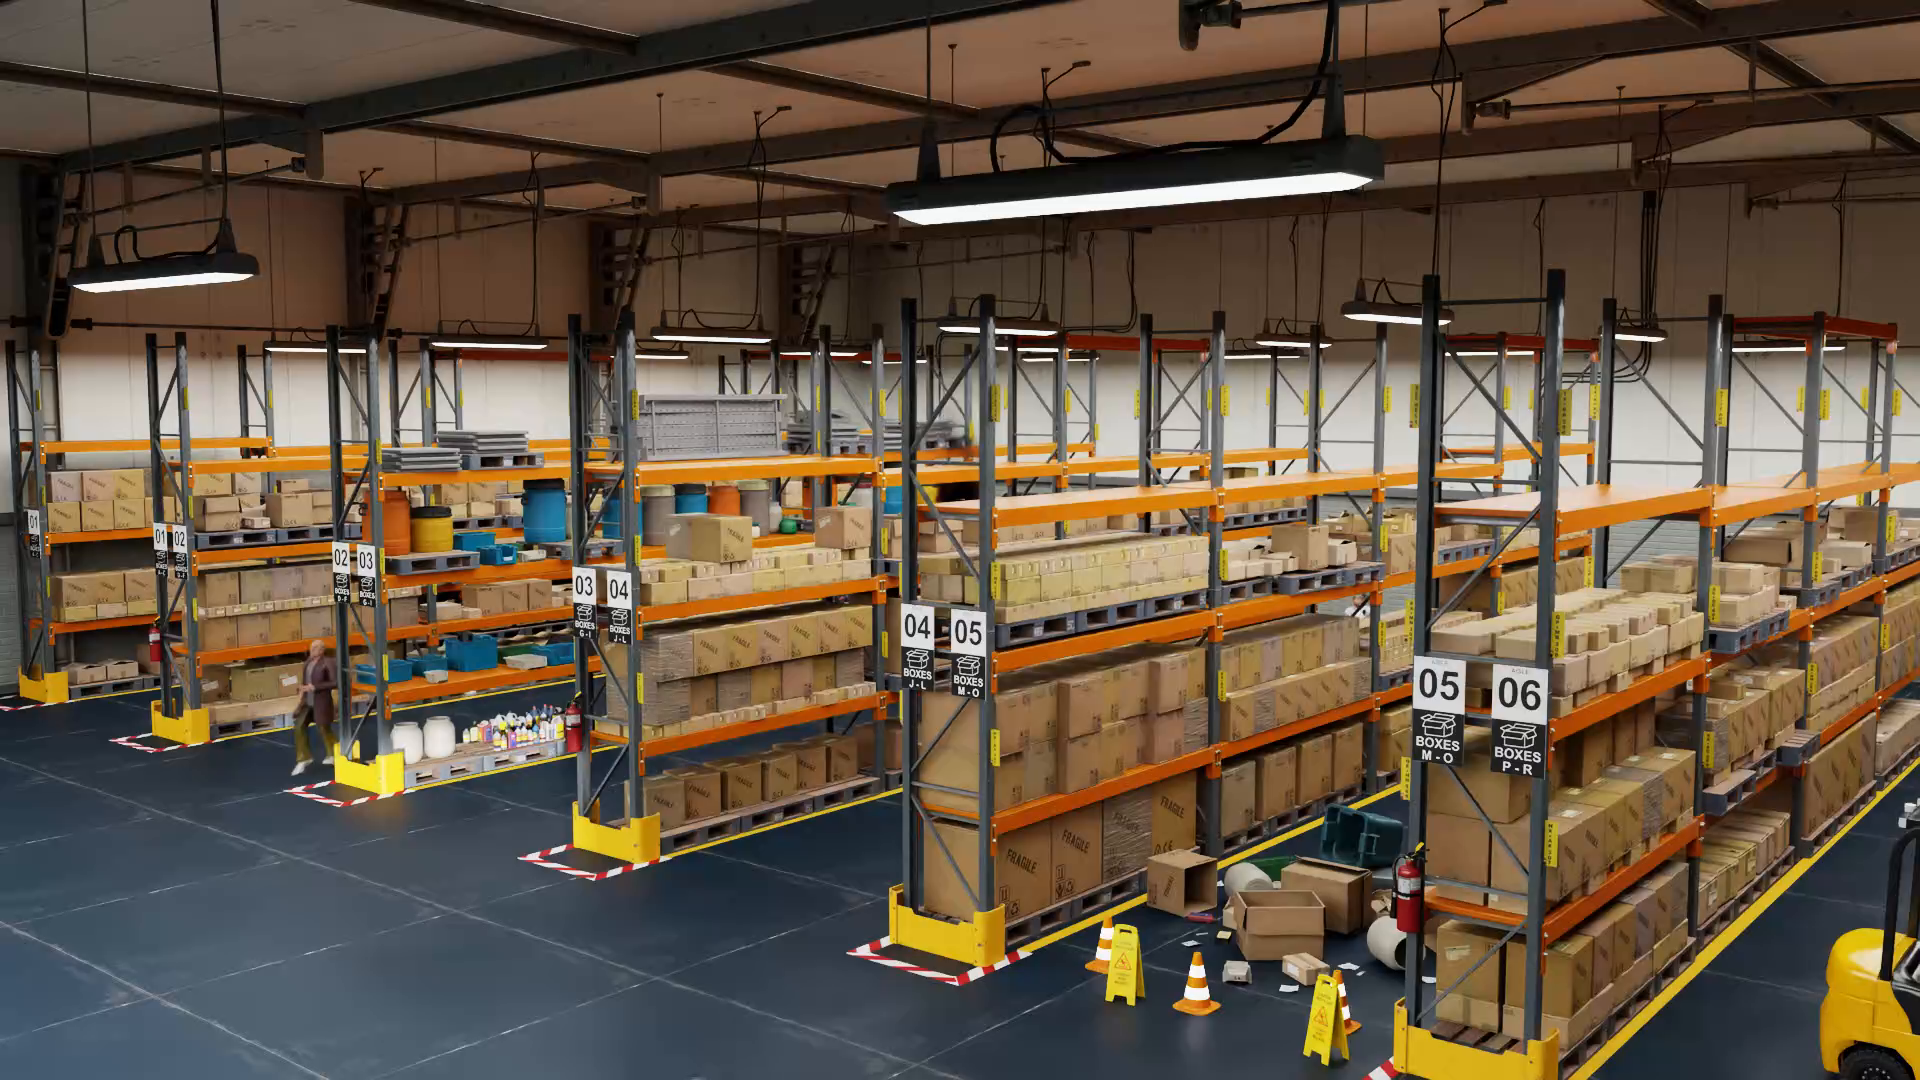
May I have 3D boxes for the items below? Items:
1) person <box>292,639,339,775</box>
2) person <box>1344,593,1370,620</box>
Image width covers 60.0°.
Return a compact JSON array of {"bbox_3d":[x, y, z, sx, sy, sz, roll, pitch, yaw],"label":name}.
[{"bbox_3d":[-8.707,2.262,22.645,0.703,1.846,0.794,2,5,17],"label":"person"},{"bbox_3d":[7.002,1.726,29.150,0.579,1.700,0.594,5,7,42],"label":"person"}]
